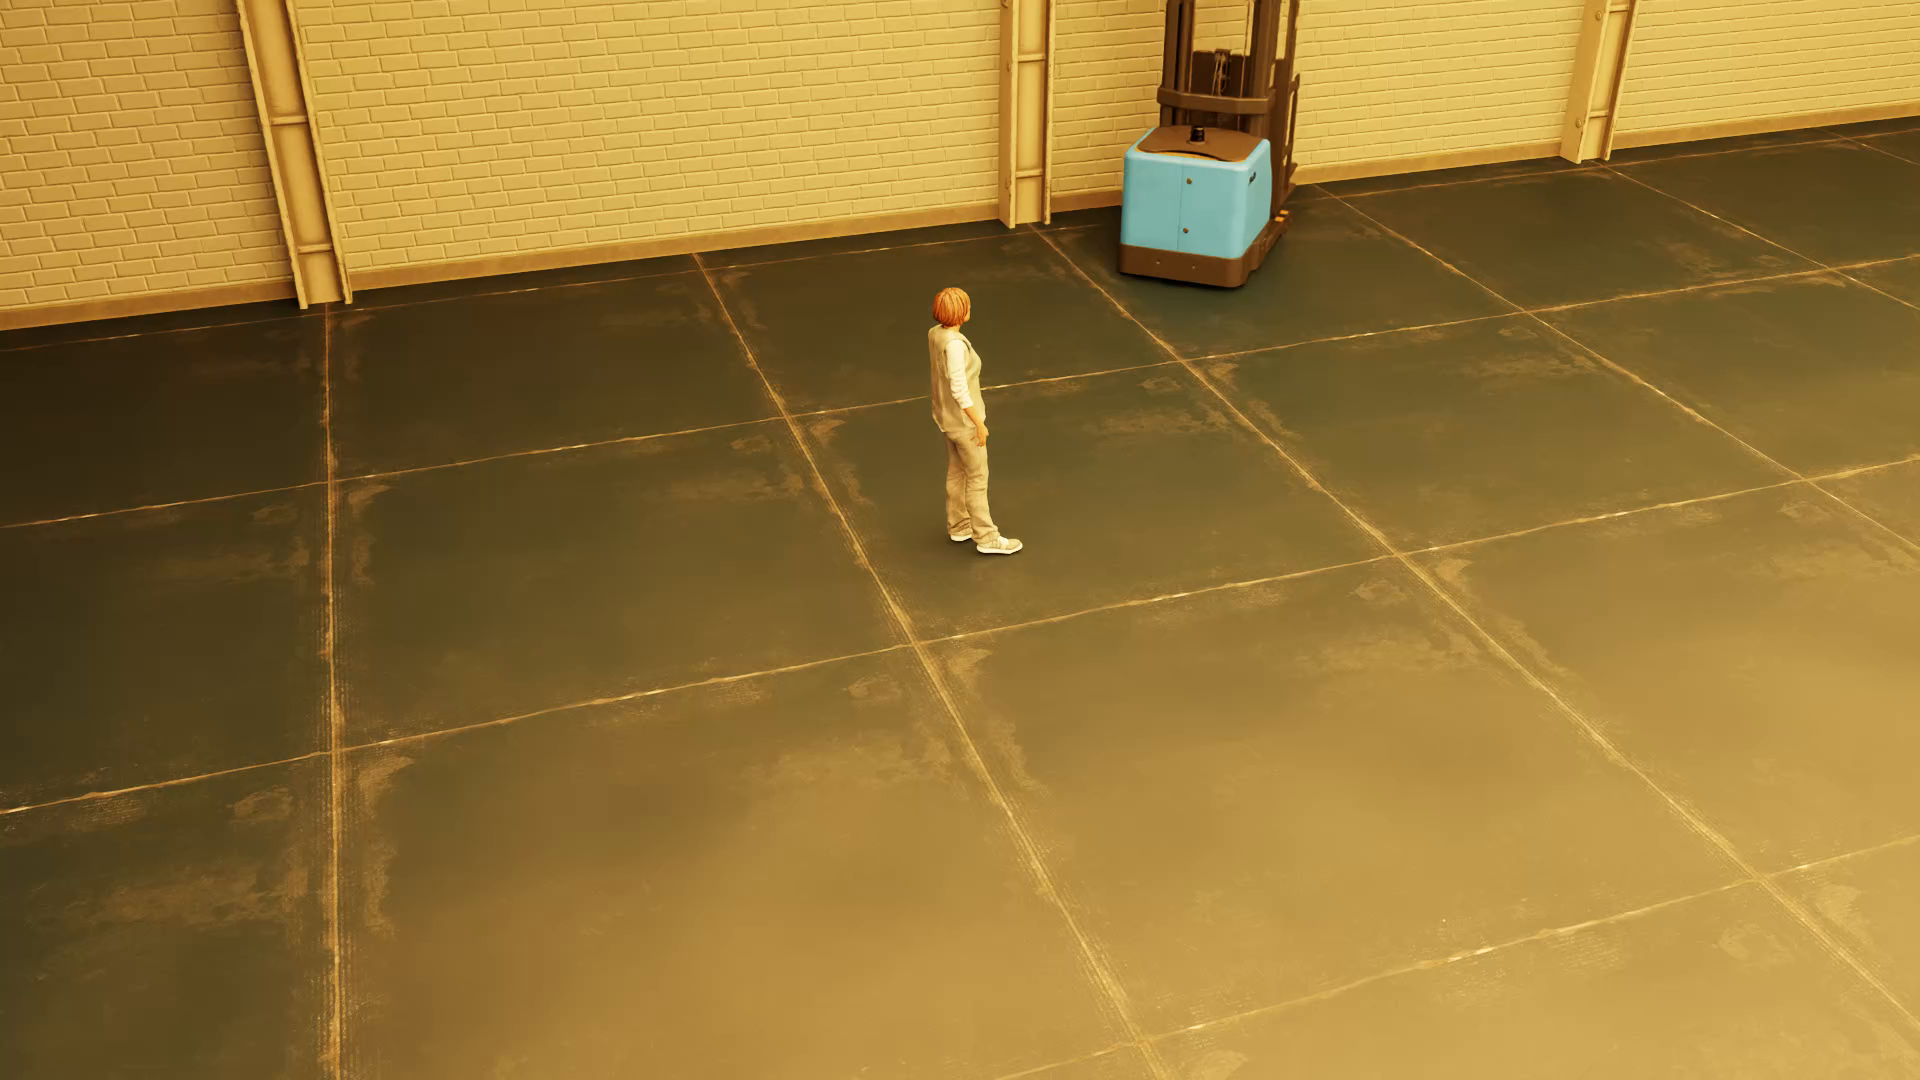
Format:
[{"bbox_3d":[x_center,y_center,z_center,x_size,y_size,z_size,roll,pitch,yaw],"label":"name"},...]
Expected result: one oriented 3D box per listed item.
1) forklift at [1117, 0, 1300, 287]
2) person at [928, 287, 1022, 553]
[{"bbox_3d":[2.326,-4.029,14.090,1.130,2.935,3.031,11,32,19],"label":"forklift"},{"bbox_3d":[0.075,-0.704,9.633,0.473,1.599,0.520,-10,31,-16],"label":"person"}]
